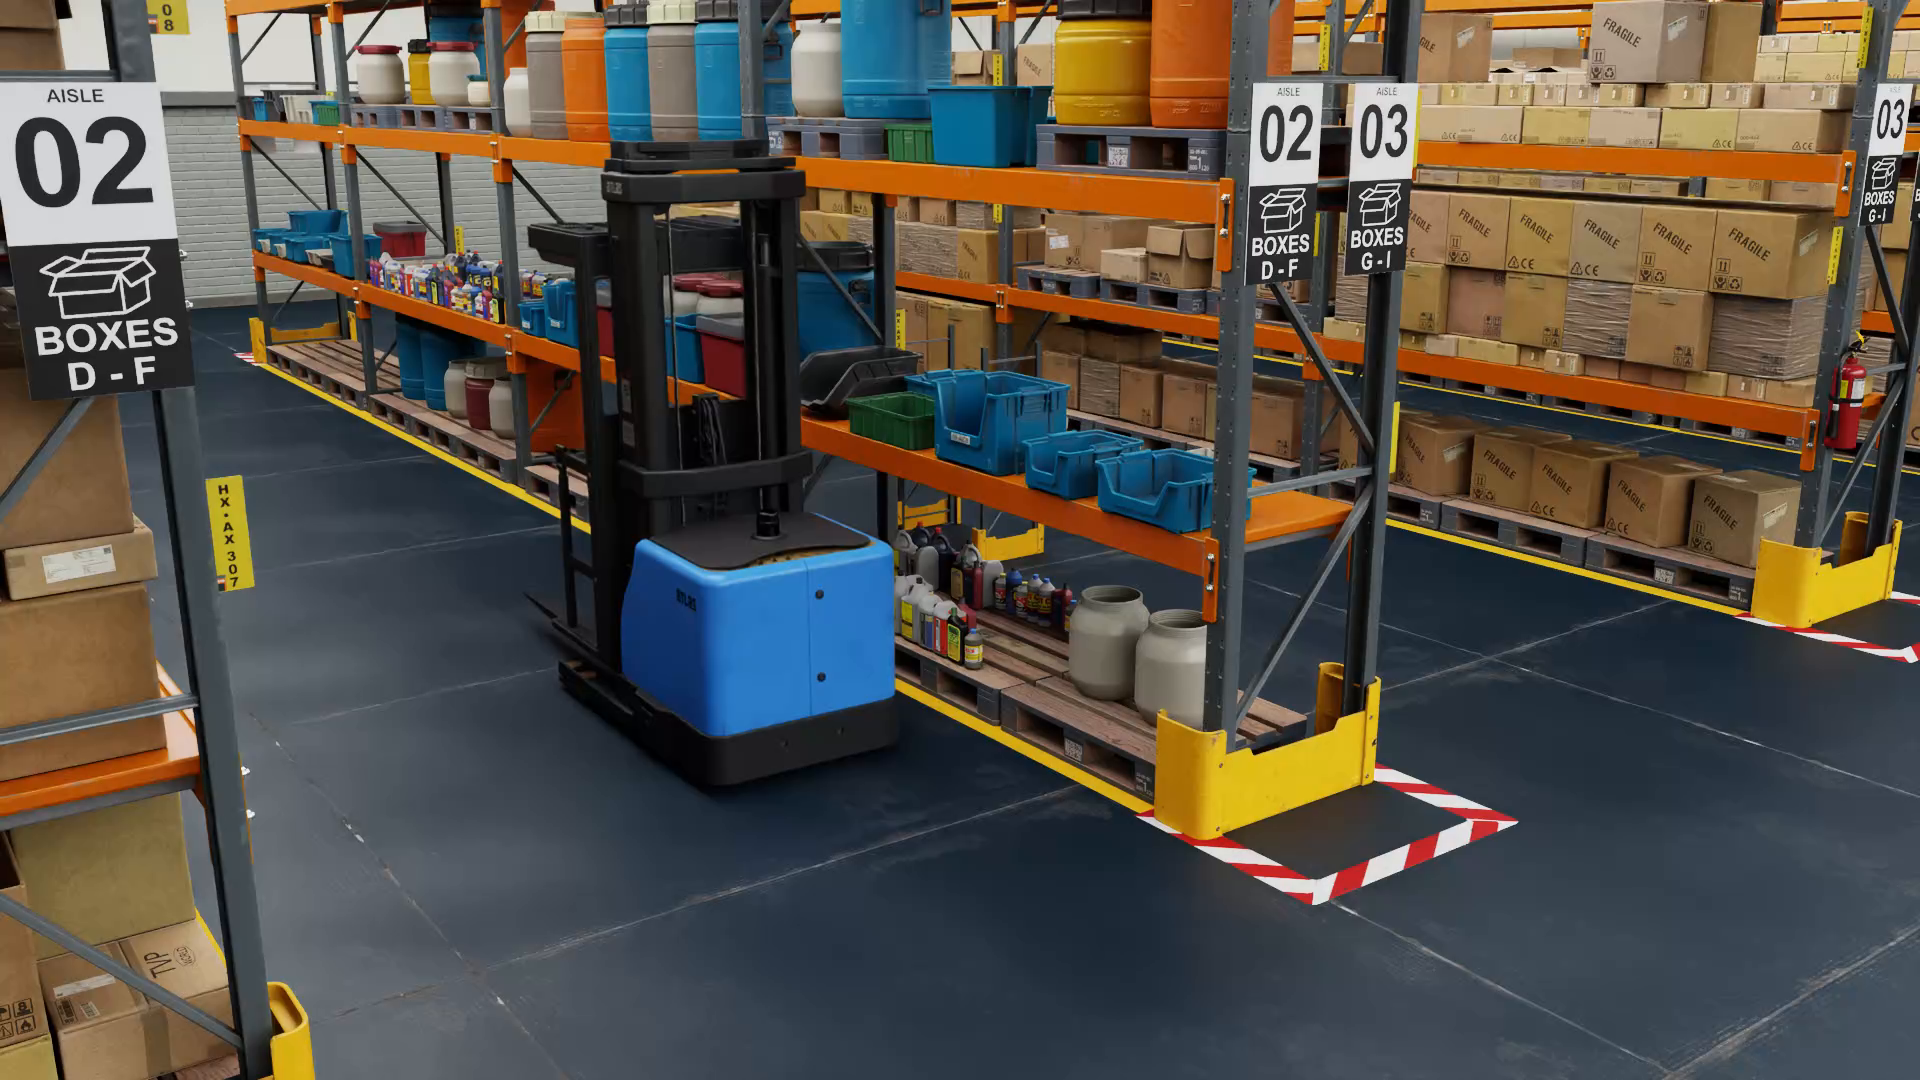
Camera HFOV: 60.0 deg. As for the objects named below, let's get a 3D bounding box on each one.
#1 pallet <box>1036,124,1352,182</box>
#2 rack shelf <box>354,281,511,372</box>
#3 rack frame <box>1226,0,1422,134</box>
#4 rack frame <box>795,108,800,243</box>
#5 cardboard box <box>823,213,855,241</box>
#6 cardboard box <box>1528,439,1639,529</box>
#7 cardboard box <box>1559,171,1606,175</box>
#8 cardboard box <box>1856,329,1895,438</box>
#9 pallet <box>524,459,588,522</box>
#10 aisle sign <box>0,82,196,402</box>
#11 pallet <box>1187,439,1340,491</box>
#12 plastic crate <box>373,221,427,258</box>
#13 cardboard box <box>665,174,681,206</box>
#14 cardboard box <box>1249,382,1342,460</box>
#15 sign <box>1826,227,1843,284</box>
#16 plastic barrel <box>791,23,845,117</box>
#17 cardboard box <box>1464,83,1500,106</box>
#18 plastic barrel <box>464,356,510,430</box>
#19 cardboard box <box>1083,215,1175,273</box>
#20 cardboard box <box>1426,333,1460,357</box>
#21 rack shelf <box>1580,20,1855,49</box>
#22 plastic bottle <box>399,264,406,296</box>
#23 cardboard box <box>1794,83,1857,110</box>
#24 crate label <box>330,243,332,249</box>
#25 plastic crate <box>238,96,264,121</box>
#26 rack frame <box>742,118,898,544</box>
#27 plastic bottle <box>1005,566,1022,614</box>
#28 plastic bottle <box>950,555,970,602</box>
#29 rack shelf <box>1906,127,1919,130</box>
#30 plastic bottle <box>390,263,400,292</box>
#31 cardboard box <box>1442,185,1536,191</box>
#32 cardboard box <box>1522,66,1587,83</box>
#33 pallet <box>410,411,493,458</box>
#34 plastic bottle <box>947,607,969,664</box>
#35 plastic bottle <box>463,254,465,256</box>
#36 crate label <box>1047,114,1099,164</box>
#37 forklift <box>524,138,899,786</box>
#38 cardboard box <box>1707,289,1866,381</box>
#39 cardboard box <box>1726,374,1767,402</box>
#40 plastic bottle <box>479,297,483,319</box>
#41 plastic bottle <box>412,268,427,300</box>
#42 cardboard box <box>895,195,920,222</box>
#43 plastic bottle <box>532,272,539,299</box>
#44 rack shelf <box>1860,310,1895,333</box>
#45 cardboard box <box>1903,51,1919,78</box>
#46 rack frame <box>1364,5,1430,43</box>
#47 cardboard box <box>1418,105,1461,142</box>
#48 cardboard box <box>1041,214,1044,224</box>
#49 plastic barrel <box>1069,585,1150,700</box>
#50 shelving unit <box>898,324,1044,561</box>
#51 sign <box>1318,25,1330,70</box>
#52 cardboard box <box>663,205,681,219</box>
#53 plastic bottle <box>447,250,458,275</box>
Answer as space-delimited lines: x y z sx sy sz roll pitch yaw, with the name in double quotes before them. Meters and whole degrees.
"pallet" 1.099 -1.792 7.617 1.003 0.211 1.213 -11 19 -35
"rack shelf" -4.374 -2.033 15.184 1.077 0.370 4.000 -11 19 -35
"rack frame" 1.506 -3.138 6.495 1.000 3.000 0.127 -11 19 -35
"rack frame" -1.543 -3.576 19.458 1.000 3.000 0.127 -11 19 -35
"cardboard box" -1.179 -3.380 18.553 0.500 0.500 0.500 -11 19 -34
"cardboard box" 4.427 -0.405 11.813 0.500 0.500 0.500 -9 18 -29
"cardboard box" 8.309 -4.860 22.067 0.500 0.500 0.500 -11 19 -36
"cardboard box" 8.078 -1.456 14.944 0.875 0.875 0.875 -11 19 -34
"pallet" -2.774 -0.436 13.270 1.003 0.211 1.213 -11 19 -35
"aisle sign" -2.216 -0.764 4.260 0.394 0.787 0.004 -11 19 -35
"pallet" 2.702 -0.688 14.191 1.003 0.211 1.213 -11 19 -35
"plastic crate" -5.872 -3.096 17.472 0.402 0.464 0.583 -11 19 -35
"cardboard box" -3.537 -4.611 21.543 0.500 0.500 0.500 -11 19 -36
"cardboard box" 2.817 -1.008 13.980 0.700 0.500 0.500 -13 20 -39
"sign" 5.052 -1.642 9.602 0.100 0.325 0.005 -11 19 -35
"plastic barrel" -0.751 -2.679 9.494 0.421 0.512 0.421 0 15 0
"cardboard box" 3.722 -3.093 11.542 0.380 0.149 0.250 -11 19 -36
"plastic barrel" -4.163 -1.335 15.044 0.600 0.588 0.708 -11 19 -35
"cardboard box" 1.568 -2.759 15.491 0.700 0.500 0.500 -8 17 -26
"cardboard box" 3.618 -1.437 12.122 0.380 0.149 0.250 -11 19 -35
"rack shelf" 11.662 -7.812 25.692 1.077 0.370 4.000 -11 19 -35
"plastic bottle" -5.157 -2.416 15.444 0.061 0.283 0.133 -11 19 -35
"cardboard box" 5.097 -2.591 9.707 0.380 0.149 0.250 -11 19 -35
"crate label" -6.933 -3.297 18.826 0.396 0.136 0.243 -11 19 -35
"plastic crate" -7.900 -4.919 18.933 0.497 0.269 0.590 -11 19 -35
"rack frame" -0.846 -1.099 10.408 1.000 3.000 0.127 -11 19 -35
"plastic bottle" 0.313 0.286 9.684 0.097 0.271 0.097 0 15 0
"plastic bottle" 0.001 0.224 9.889 0.061 0.283 0.133 -11 19 -35
"rack shelf" 10.001 -4.932 20.096 1.077 0.370 4.000 -11 19 -35
"plastic bottle" -5.324 -2.480 15.698 0.097 0.271 0.097 0 15 0
"cardboard box" 3.943 -2.381 12.448 0.500 0.500 0.500 -11 19 -35
"cardboard box" 6.023 -4.610 16.741 0.500 0.311 0.500 -12 19 -37
"pallet" -4.408 -1.030 15.439 1.003 0.211 1.213 -11 19 -35
"plastic bottle" -0.012 0.507 8.853 0.061 0.283 0.133 -10 18 -33
"plastic bottle" -4.883 -2.674 16.386 0.061 0.283 0.133 -11 19 -35
"crate label" 0.673 -2.070 8.558 0.502 0.251 0.408 -11 19 -35
"forklift" -1.535 -0.609 8.751 1.130 2.935 3.031 -10 18 -32
"cardboard box" 5.211 -1.327 10.488 0.875 0.500 0.500 -11 19 -35
"cardboard box" 5.031 -0.974 10.430 0.380 0.149 0.250 -11 19 -35
"plastic bottle" -3.969 -1.954 13.909 0.097 0.201 0.097 0 15 0
"plastic bottle" -4.905 -2.342 15.185 0.152 0.276 0.135 -11 19 -35
"cardboard box" -0.389 -3.694 17.801 0.797 0.503 0.637 -10 18 -33
"plastic bottle" -3.780 -2.260 14.893 0.097 0.271 0.097 0 15 0
"rack shelf" 8.408 -1.842 14.485 1.077 0.370 4.000 -11 19 -35
"cardboard box" 8.186 -3.913 13.746 0.500 0.250 0.500 -11 19 -34
"rack frame" 4.880 -6.363 18.279 1.000 3.000 0.127 -11 19 -35
"cardboard box" 3.533 -2.994 11.934 0.500 0.250 0.500 -11 19 -35
"cardboard box" 1.194 -4.550 23.494 0.380 0.149 0.250 -10 18 -33
"plastic barrel" 0.763 0.517 8.421 0.421 0.512 0.421 0 15 0
"shelving unit" 0.045 -0.707 11.819 0.587 1.500 1.083 -11 19 -35
"sign" 2.714 -3.667 12.383 0.100 0.325 0.005 -11 19 -35
"cardboard box" -3.520 -4.247 21.630 0.500 0.250 0.500 -11 19 -35
"plastic bottle" -4.861 -2.615 16.042 0.144 0.351 0.185 -11 19 -35
